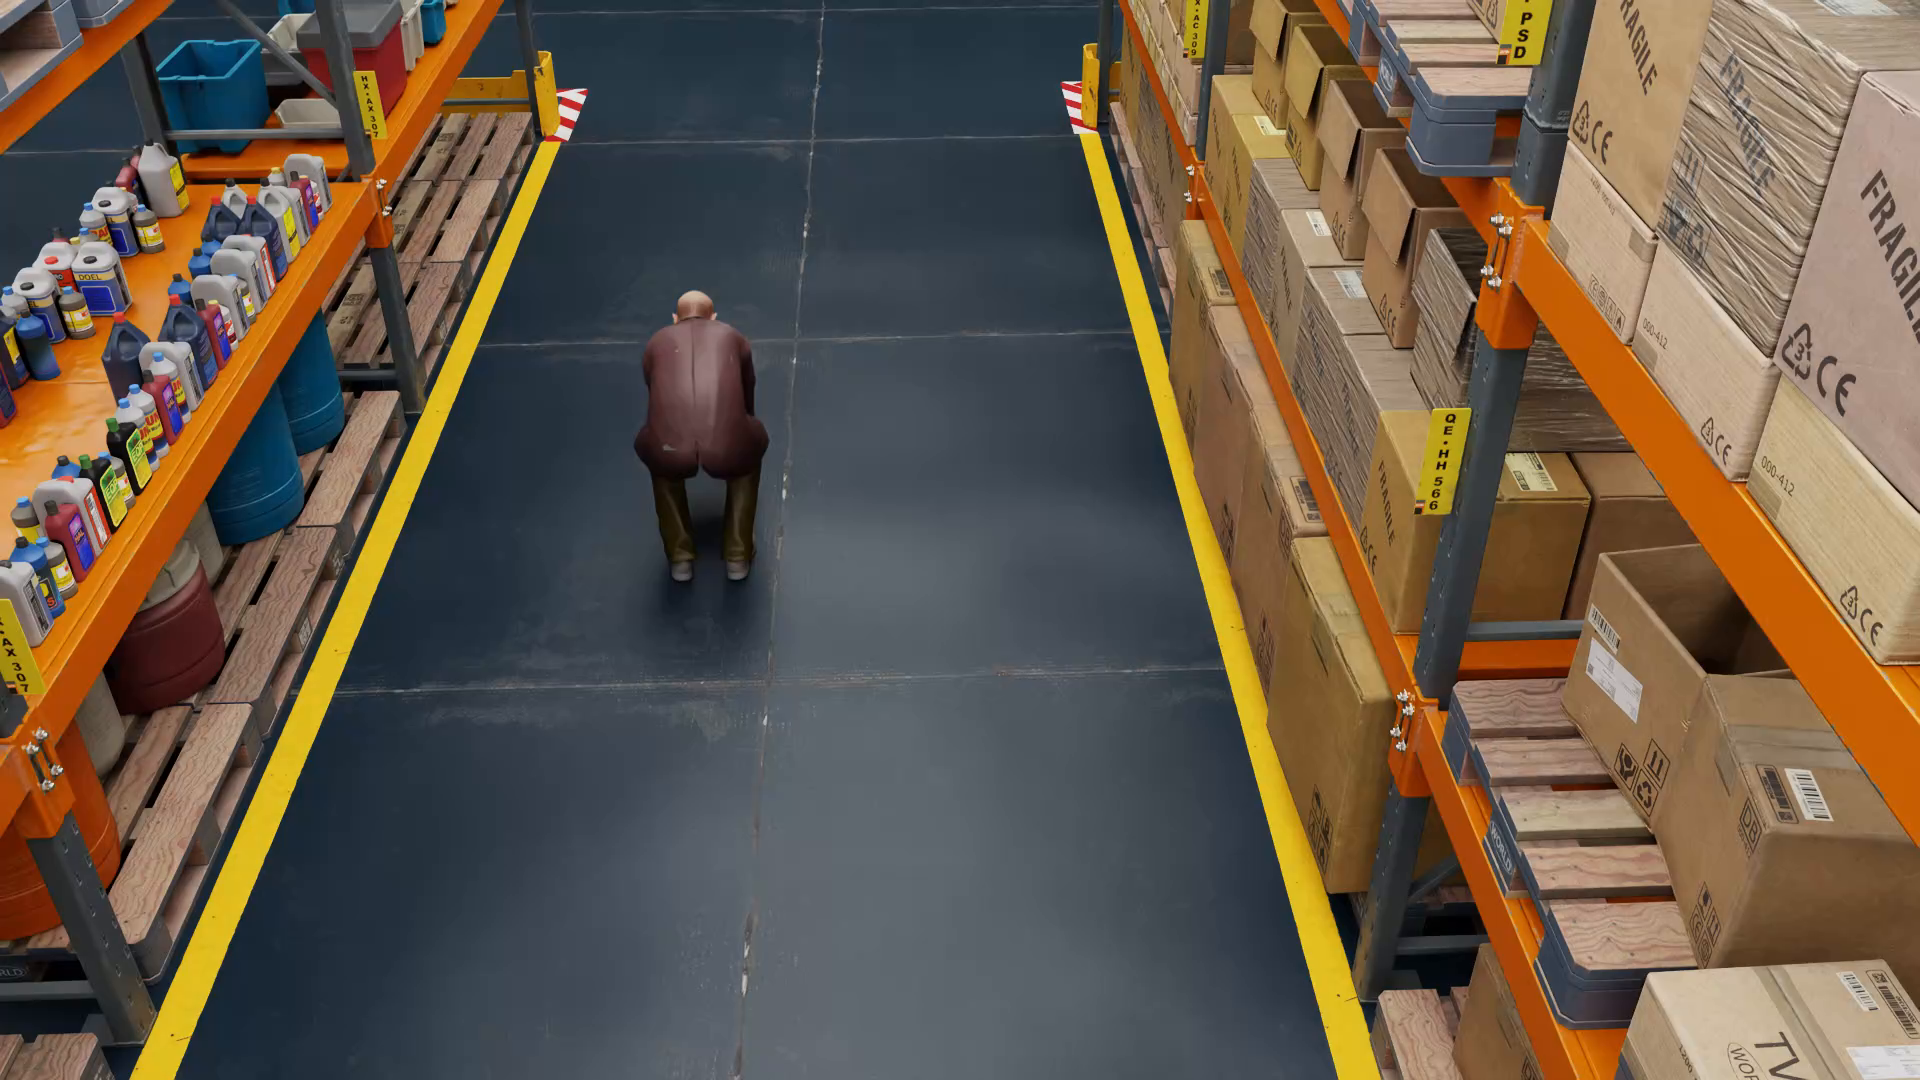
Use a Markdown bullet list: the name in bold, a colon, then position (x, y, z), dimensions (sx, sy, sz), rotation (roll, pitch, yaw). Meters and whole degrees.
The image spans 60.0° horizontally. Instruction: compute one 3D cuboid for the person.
- **person**: position (-1.141, -0.443, 7.424), dimensions (0.590, 1.059, 0.943), rotation (-3, 35, -4)
